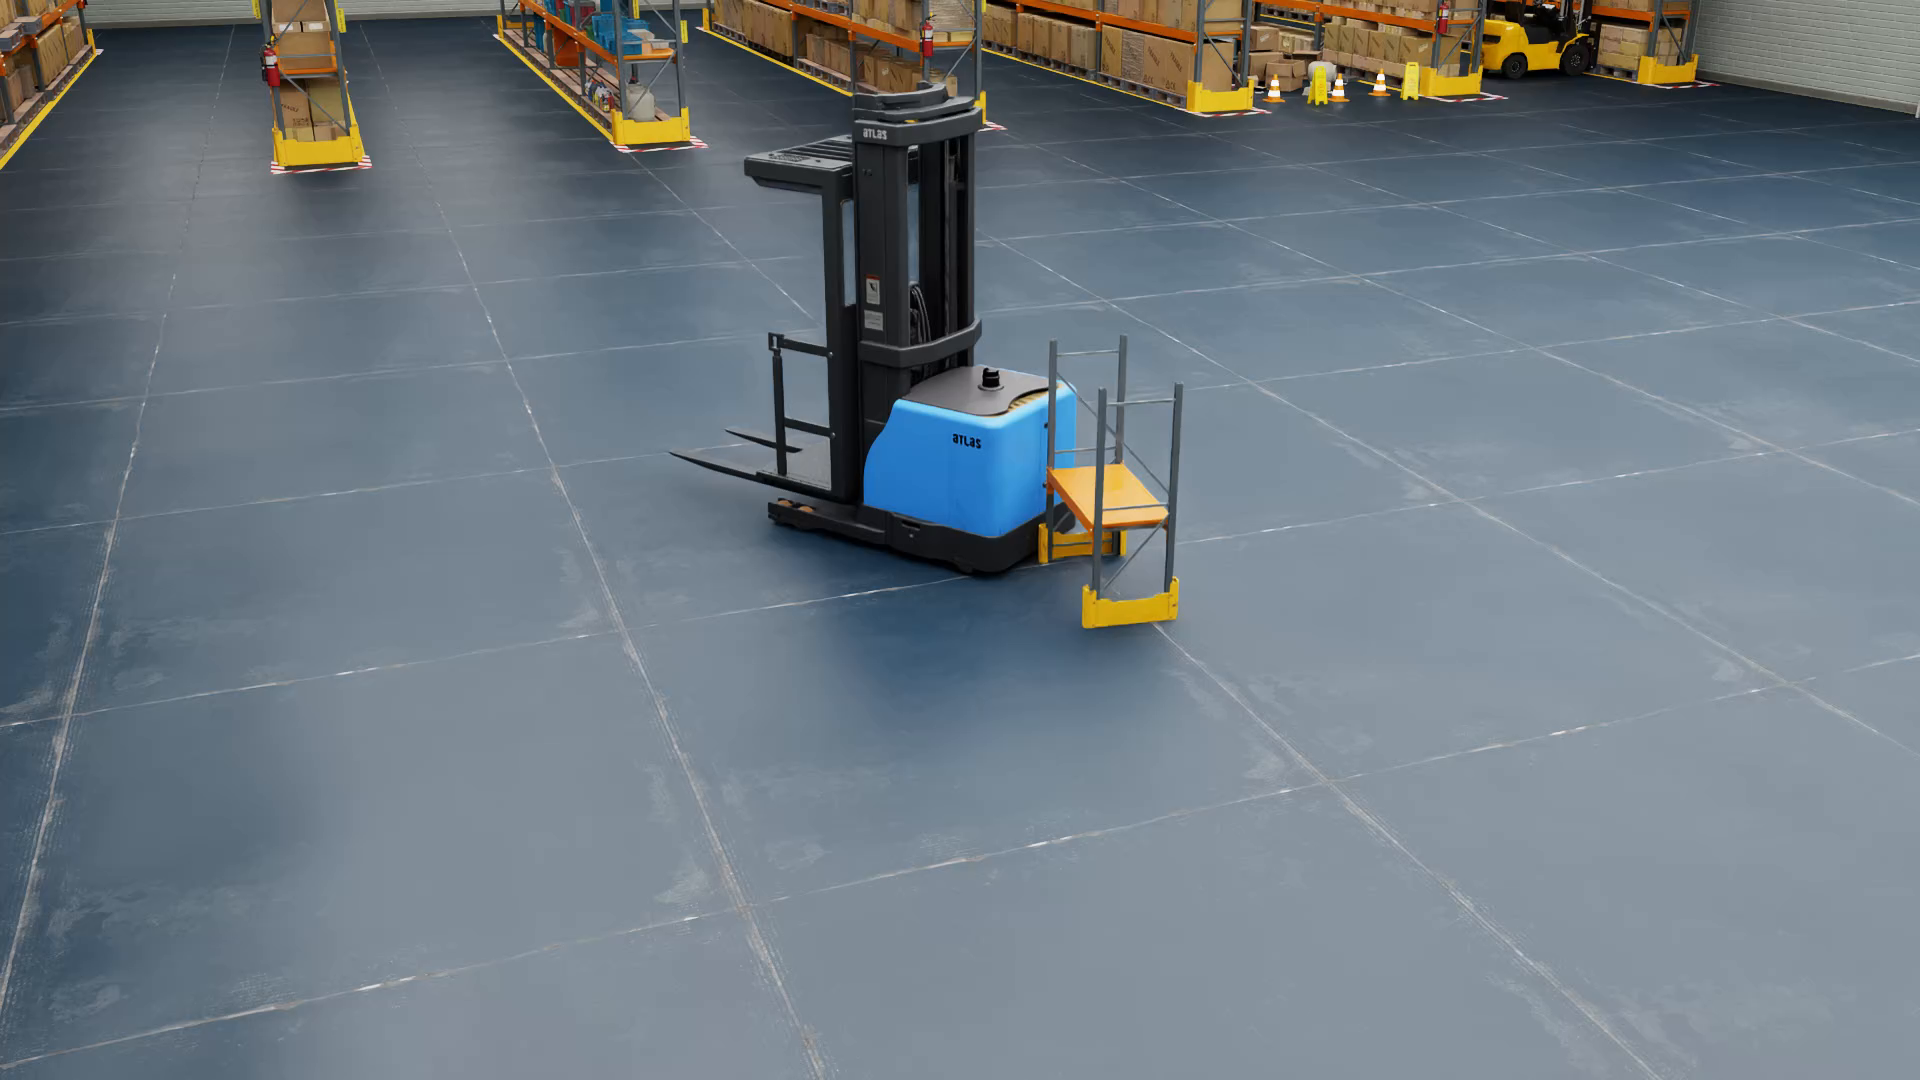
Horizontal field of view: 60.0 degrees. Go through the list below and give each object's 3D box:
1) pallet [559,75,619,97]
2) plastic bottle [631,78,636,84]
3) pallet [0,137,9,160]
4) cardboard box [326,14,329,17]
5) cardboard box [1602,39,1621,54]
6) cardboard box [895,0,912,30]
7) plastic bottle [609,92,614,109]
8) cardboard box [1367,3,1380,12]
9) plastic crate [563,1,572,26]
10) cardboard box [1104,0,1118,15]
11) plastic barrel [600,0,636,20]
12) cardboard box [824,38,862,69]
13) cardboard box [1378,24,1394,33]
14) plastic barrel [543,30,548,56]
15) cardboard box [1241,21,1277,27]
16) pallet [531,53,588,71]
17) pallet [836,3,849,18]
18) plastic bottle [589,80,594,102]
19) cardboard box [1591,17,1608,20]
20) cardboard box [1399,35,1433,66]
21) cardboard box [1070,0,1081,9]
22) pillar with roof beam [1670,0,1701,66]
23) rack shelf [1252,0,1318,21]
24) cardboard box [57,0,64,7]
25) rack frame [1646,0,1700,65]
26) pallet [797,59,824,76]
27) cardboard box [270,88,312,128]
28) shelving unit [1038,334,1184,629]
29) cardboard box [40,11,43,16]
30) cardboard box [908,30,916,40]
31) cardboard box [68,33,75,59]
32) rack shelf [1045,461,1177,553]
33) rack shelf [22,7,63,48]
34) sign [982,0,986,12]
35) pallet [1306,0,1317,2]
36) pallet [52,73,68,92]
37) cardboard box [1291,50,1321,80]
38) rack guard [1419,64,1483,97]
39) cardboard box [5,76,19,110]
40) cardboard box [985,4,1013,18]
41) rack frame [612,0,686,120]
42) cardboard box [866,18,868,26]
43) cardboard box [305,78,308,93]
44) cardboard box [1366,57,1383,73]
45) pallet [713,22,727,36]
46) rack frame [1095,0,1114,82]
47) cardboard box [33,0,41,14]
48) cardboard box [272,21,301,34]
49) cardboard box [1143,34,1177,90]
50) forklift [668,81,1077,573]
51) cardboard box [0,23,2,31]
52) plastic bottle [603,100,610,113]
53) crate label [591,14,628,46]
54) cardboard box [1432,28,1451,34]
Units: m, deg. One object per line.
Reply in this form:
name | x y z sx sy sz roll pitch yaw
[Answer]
pallet | -6.928 -8.515 31.180 1.003 0.211 1.213 -8 24 -19
plastic bottle | -5.614 -7.794 28.723 0.144 0.351 0.185 -10 25 -22
pallet | -14.742 -5.748 24.616 1.003 0.211 1.213 -8 24 -19
cardboard box | -9.608 -7.739 24.787 0.380 0.149 0.250 -9 24 -20
cardboard box | 13.149 -9.818 33.039 0.500 0.250 0.500 -9 24 -20
cardboard box | -0.590 -8.854 27.883 0.875 0.500 0.500 -8 24 -19
plastic bottle | -5.789 -7.291 27.616 0.061 0.283 0.133 -8 24 -19
cardboard box | 8.095 -10.287 32.118 0.380 0.149 0.250 -8 24 -19
plastic crate | -6.860 -9.426 29.773 0.392 0.384 0.575 -8 24 -19
cardboard box | 3.272 -10.336 31.717 0.875 0.550 0.550 -8 24 -19
plastic barrel | -6.032 -9.489 29.255 0.600 0.901 0.708 -8 24 -19
cardboard box | -2.289 -9.614 32.850 0.700 0.500 0.500 -6 24 -15
cardboard box | 8.242 -9.800 31.837 0.380 0.149 0.250 -7 24 -17
plastic barrel | -8.463 -10.355 34.618 0.421 0.512 0.421 0 23 0
cardboard box | 6.503 -11.344 37.146 0.950 0.372 0.625 -10 25 -23
pallet | -8.337 -9.967 34.627 1.003 0.211 1.213 -8 24 -19
pallet | -1.680 -9.964 31.276 1.003 0.211 1.213 -8 24 -19
plastic bottle | -6.282 -7.707 28.519 0.144 0.351 0.185 -8 24 -18
cardboard box | 13.082 -10.665 34.403 0.500 0.250 0.500 -8 24 -19
cardboard box | 8.611 -9.189 31.223 0.500 0.500 0.500 -8 24 -19
cardboard box | 2.517 -10.782 32.839 0.500 0.500 0.500 -9 24 -20
pillar with roof beam | 10.351 -12.894 30.257 9.100 9.000 0.400 -8 24 -19
rack shelf | 7.019 -11.510 35.623 1.077 0.370 4.000 -8 24 -19
cardboard box | -18.450 -10.961 33.007 0.980 0.700 0.700 -8 24 -18
rack frame | 13.781 -10.344 31.930 1.000 3.000 0.127 -8 24 -19
pallet | -2.684 -9.639 33.849 1.003 0.211 1.213 -8 24 -19
cardboard box | -9.869 -6.370 24.535 0.500 0.500 0.500 -8 24 -19
shelving unit | 0.917 -0.385 10.233 0.587 1.500 1.083 -5 23 -12
cardboard box | -17.398 -9.867 31.096 0.380 0.149 0.250 -8 24 -17
cardboard box | -0.651 -8.436 27.726 0.380 0.149 0.250 -8 24 -19
cardboard box | -18.616 -10.134 34.108 0.700 0.500 0.500 -9 24 -20
rack shelf | 0.919 -0.216 10.295 0.538 0.185 1.000 -5 23 -12
rack shelf | -17.567 -9.565 31.008 1.077 0.370 4.000 -8 24 -19
sign | 0.375 -8.775 27.093 0.100 0.325 0.005 -8 24 -19
pallet | 7.591 -11.324 34.502 1.003 0.211 1.213 -8 24 -19
pallet | -17.496 -8.624 31.440 1.003 0.211 1.213 -8 24 -19
cardboard box | 6.831 -9.388 32.877 0.500 0.500 0.500 8 24 18
rack guard | 9.112 -8.537 30.862 1.175 0.500 0.348 -8 24 -19
cardboard box | -16.095 -7.404 27.607 0.700 0.500 0.500 -8 24 -18
cardboard box | 0.877 -11.821 37.146 0.500 0.250 0.500 -8 24 -18
rack frame | -4.766 -7.622 25.472 1.000 3.000 0.127 -8 24 -19
cardboard box | -1.464 -9.251 29.660 0.380 0.149 0.250 -8 24 -19
cardboard box | -11.226 -7.690 27.911 0.500 0.311 0.500 -8 24 -19
cardboard box | 8.236 -9.223 32.271 0.500 0.250 0.500 -9 25 -21
pallet | -5.429 -12.551 40.756 1.003 0.211 1.213 -8 24 -19
rack frame | 3.130 -10.399 32.060 1.000 3.000 0.127 -8 24 -19
cardboard box | -16.969 -9.765 30.019 0.500 0.500 0.500 -8 24 -17
cardboard box | -9.715 -7.402 23.985 0.380 0.149 0.250 -9 24 -20
cardboard box | 3.929 -8.717 30.264 0.875 0.875 0.875 -9 24 -20
forklift | -0.716 -1.566 11.192 3.031 2.935 1.130 15 27 32
cardboard box | -15.786 -8.359 26.525 0.700 0.500 0.500 -6 24 -14
plastic bottle | -5.825 -7.143 27.371 0.097 0.201 0.097 0 23 0
crate label | -5.669 -8.270 26.964 0.502 0.435 0.616 -8 24 -19
cardboard box | 11.400 -11.885 38.103 0.875 0.625 0.625 -8 24 -17
